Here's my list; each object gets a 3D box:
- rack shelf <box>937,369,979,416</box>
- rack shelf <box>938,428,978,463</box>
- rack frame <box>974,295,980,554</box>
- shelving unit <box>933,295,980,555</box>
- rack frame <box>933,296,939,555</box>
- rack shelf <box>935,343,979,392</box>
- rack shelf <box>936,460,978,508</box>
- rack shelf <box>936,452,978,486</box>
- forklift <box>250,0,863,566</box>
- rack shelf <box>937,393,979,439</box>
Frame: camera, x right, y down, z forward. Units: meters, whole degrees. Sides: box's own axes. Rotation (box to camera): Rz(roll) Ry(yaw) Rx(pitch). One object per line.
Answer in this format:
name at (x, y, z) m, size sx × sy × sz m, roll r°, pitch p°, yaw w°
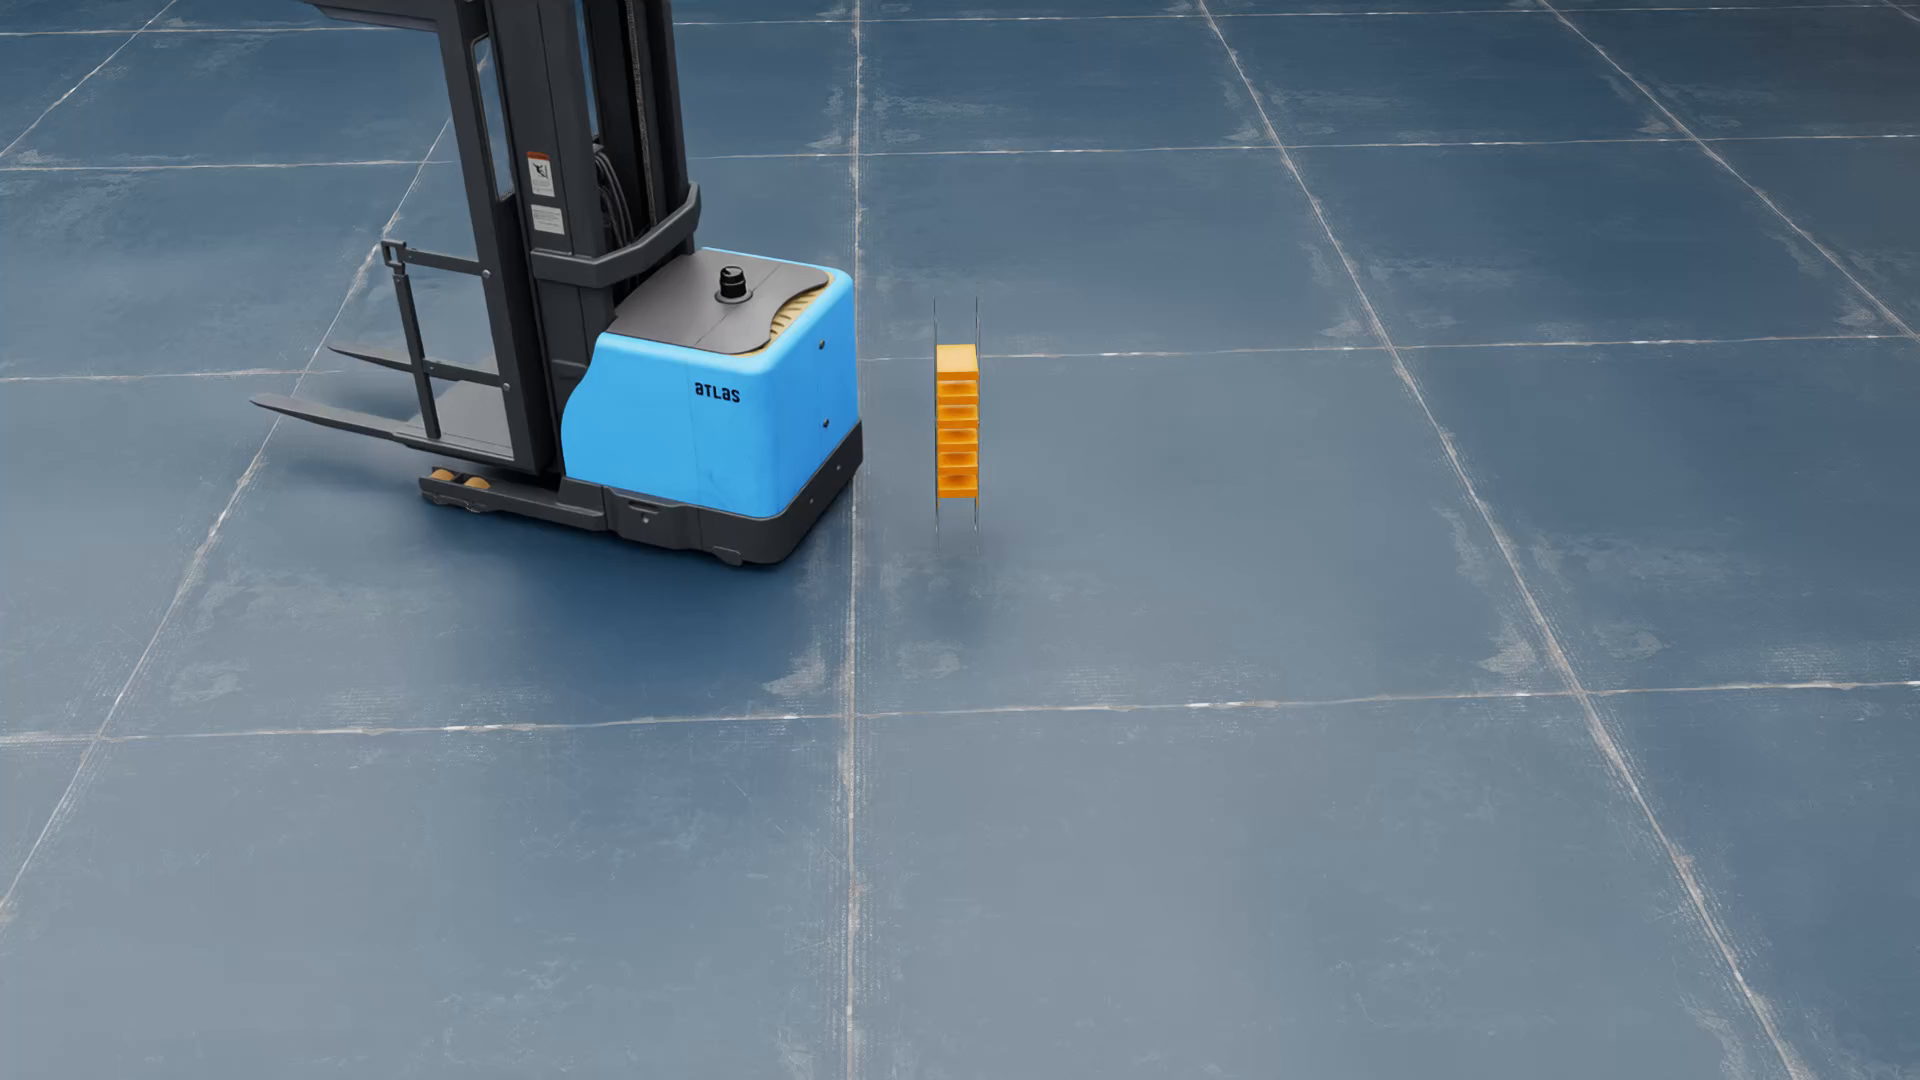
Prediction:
rack shelf at (-0.014, -0.654, 7.297) m, size 0.180 × 0.103 × 0.258 m, roll -2°, pitch 35°, yaw -2°
rack shelf at (-0.014, -0.456, 7.433) m, size 0.180 × 0.103 × 0.258 m, roll -2°, pitch 35°, yaw -2°
rack frame at (0.077, -0.495, 7.412) m, size 0.006 × 1.200 × 0.240 m, roll -2°, pitch 35°, yaw -2°
shelving unit at (-0.014, -0.493, 7.408) m, size 0.189 × 1.200 × 0.258 m, roll -2°, pitch 35°, yaw -2°
rack frame at (-0.106, -0.491, 7.404) m, size 0.006 × 1.200 × 0.240 m, roll -2°, pitch 35°, yaw -2°
rack shelf at (-0.014, -0.752, 7.228) m, size 0.180 × 0.103 × 0.258 m, roll -2°, pitch 35°, yaw -2°
rack shelf at (-0.014, -0.259, 7.570) m, size 0.180 × 0.103 × 0.258 m, roll -2°, pitch 35°, yaw -2°
rack shelf at (-0.014, -0.358, 7.502) m, size 0.180 × 0.103 × 0.258 m, roll -2°, pitch 35°, yaw -2°
forklift at (-2.048, -1.602, 7.490) m, size 3.031 × 2.935 × 1.130 m, roll 12°, pitch 36°, yaw 17°
rack shelf at (-0.014, -0.555, 7.365) m, size 0.180 × 0.103 × 0.258 m, roll -2°, pitch 35°, yaw -2°
